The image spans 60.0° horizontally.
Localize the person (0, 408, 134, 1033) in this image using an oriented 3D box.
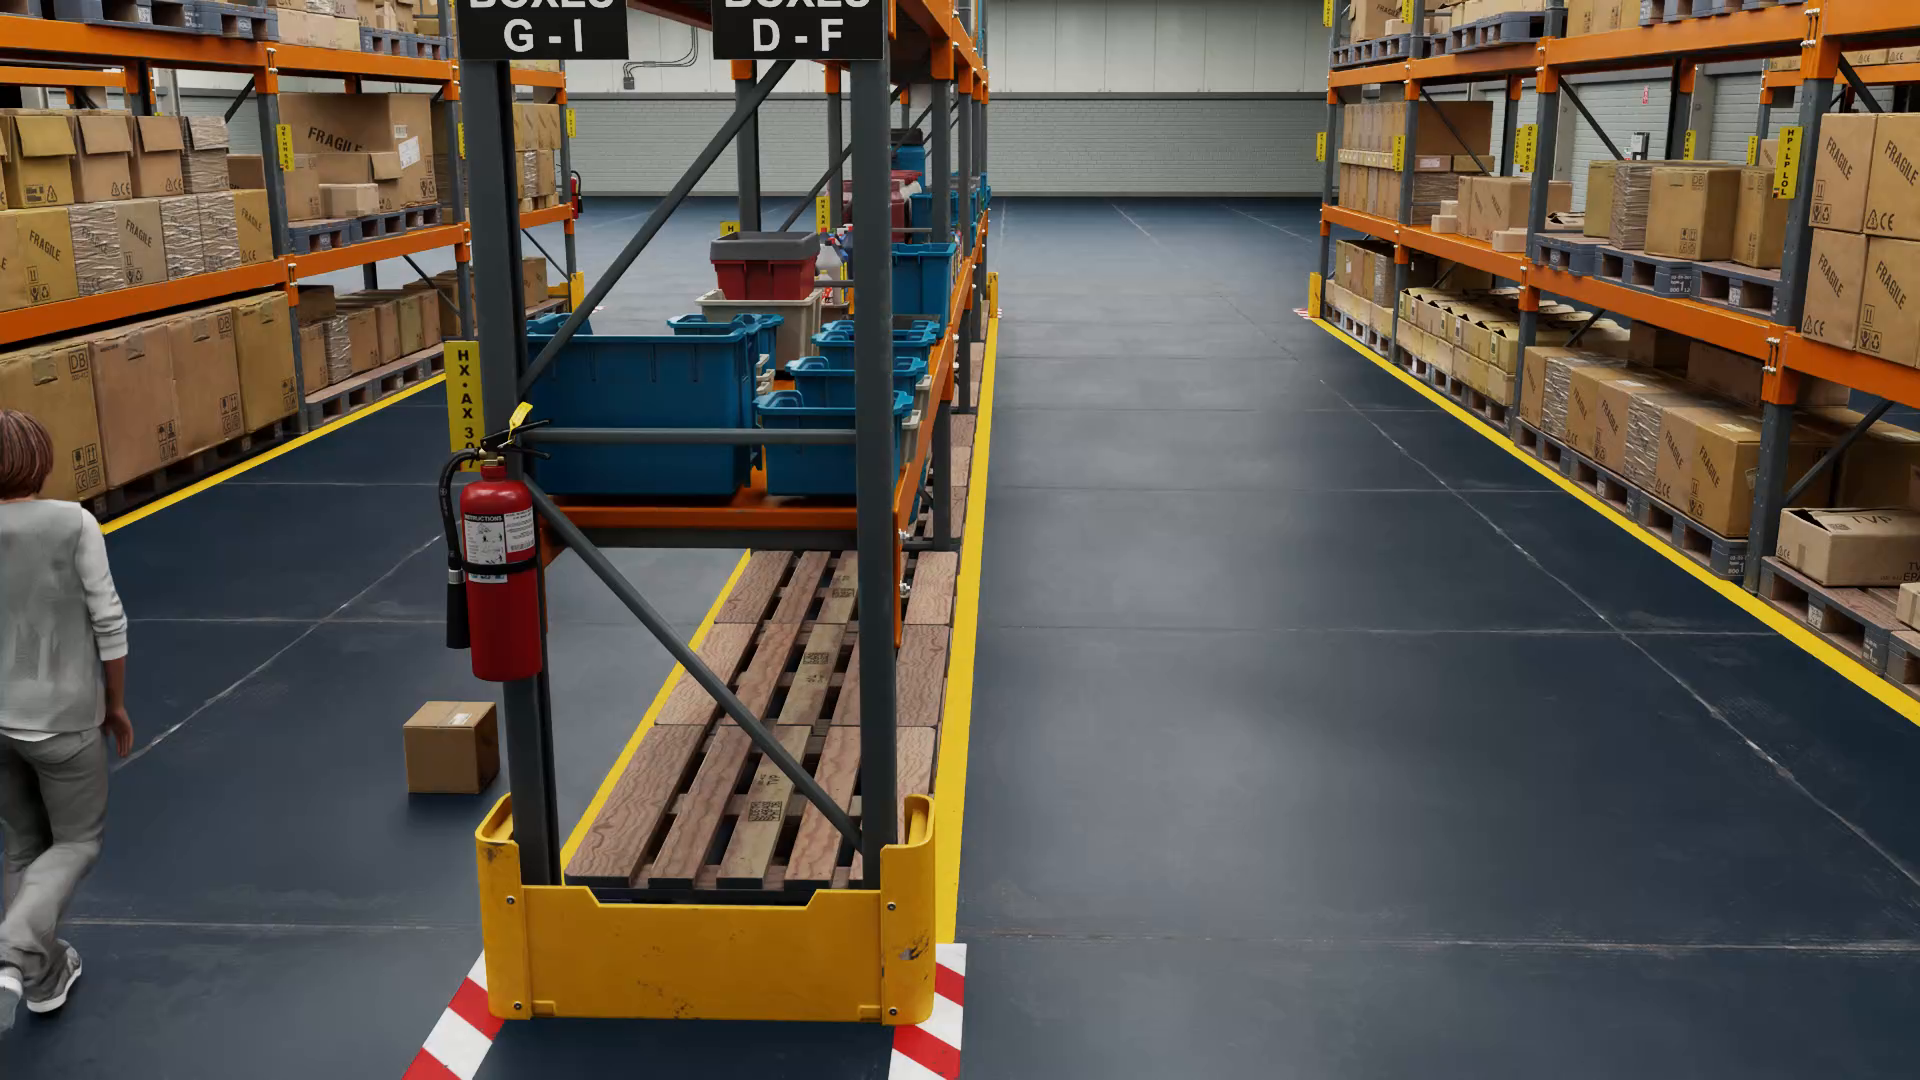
[{"bbox_3d":[-2.284,0.478,4.088,0.447,1.569,0.659,-4,15,-15],"label":"person"}]
